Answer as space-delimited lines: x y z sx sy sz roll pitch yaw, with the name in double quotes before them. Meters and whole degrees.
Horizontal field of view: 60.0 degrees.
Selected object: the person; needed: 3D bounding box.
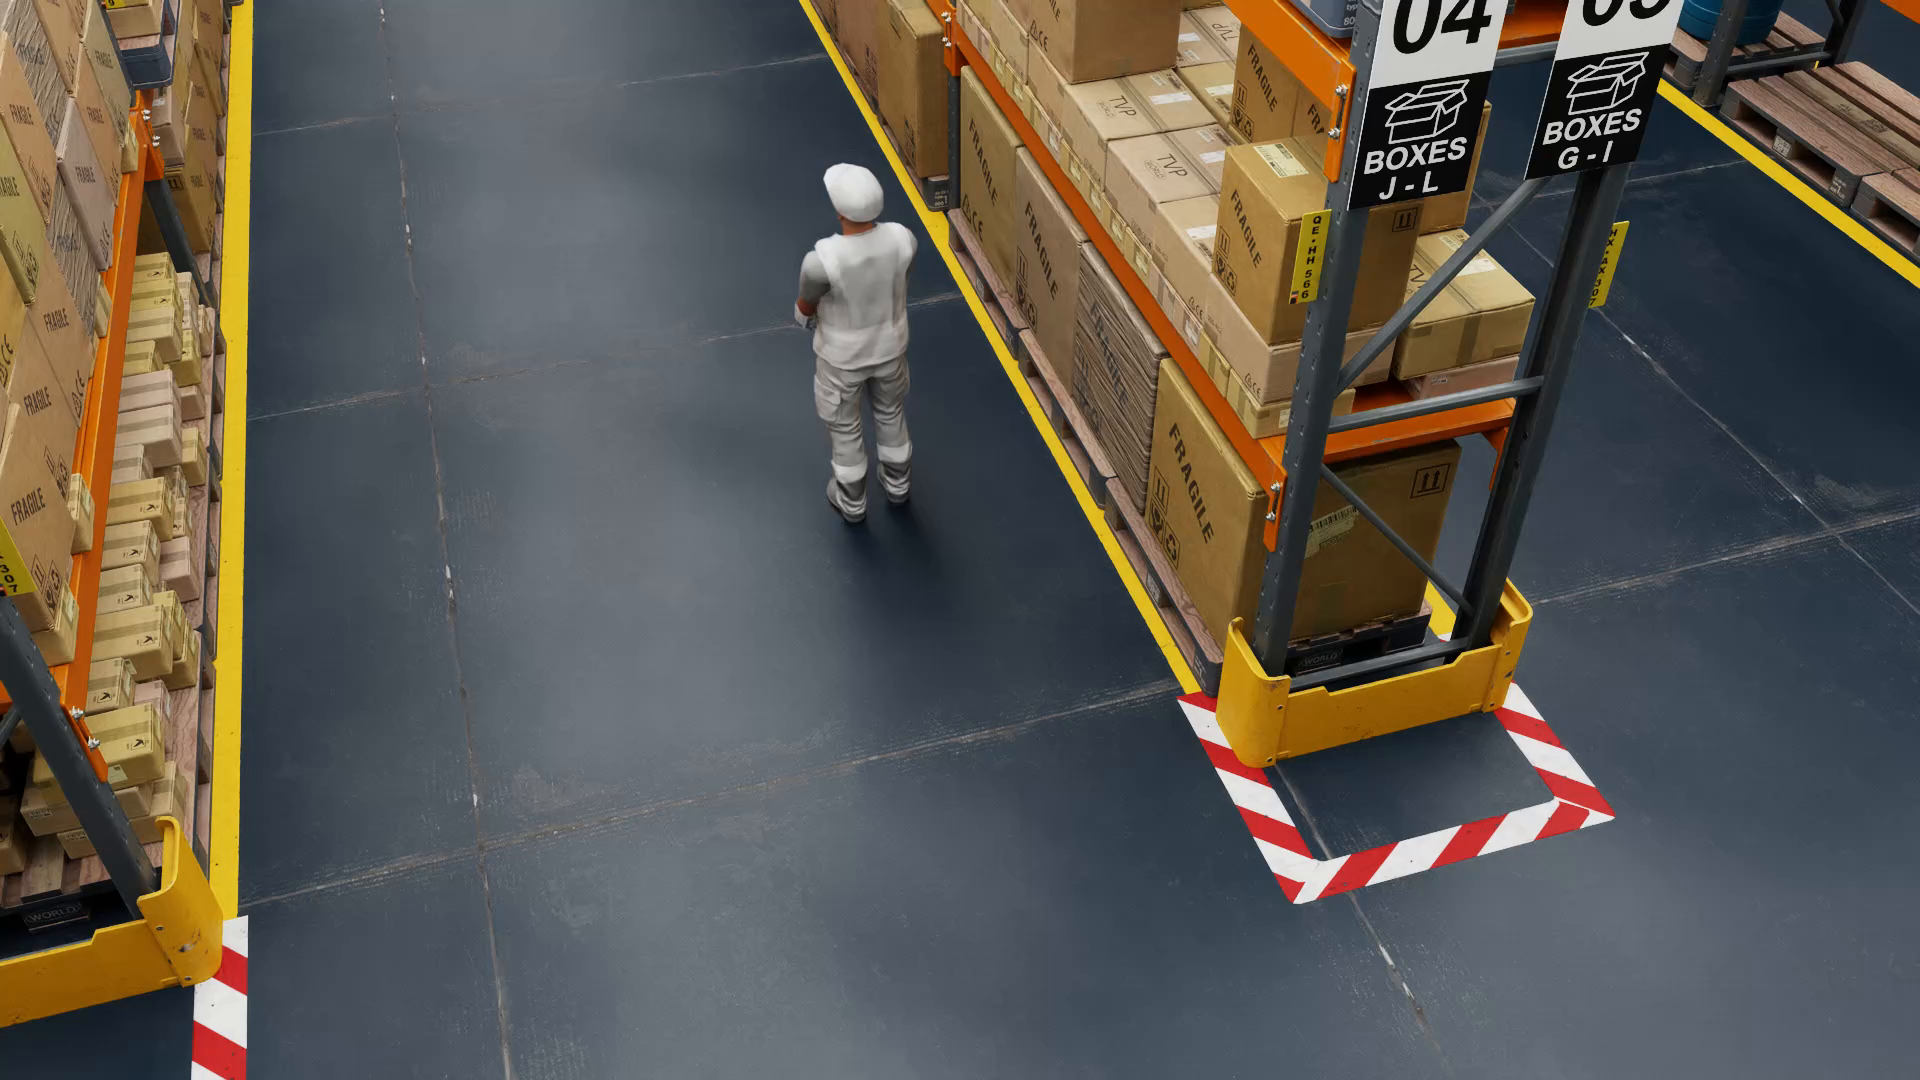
"person" -0.462 -0.859 7.098 0.515 1.793 0.552 -18 45 -20
